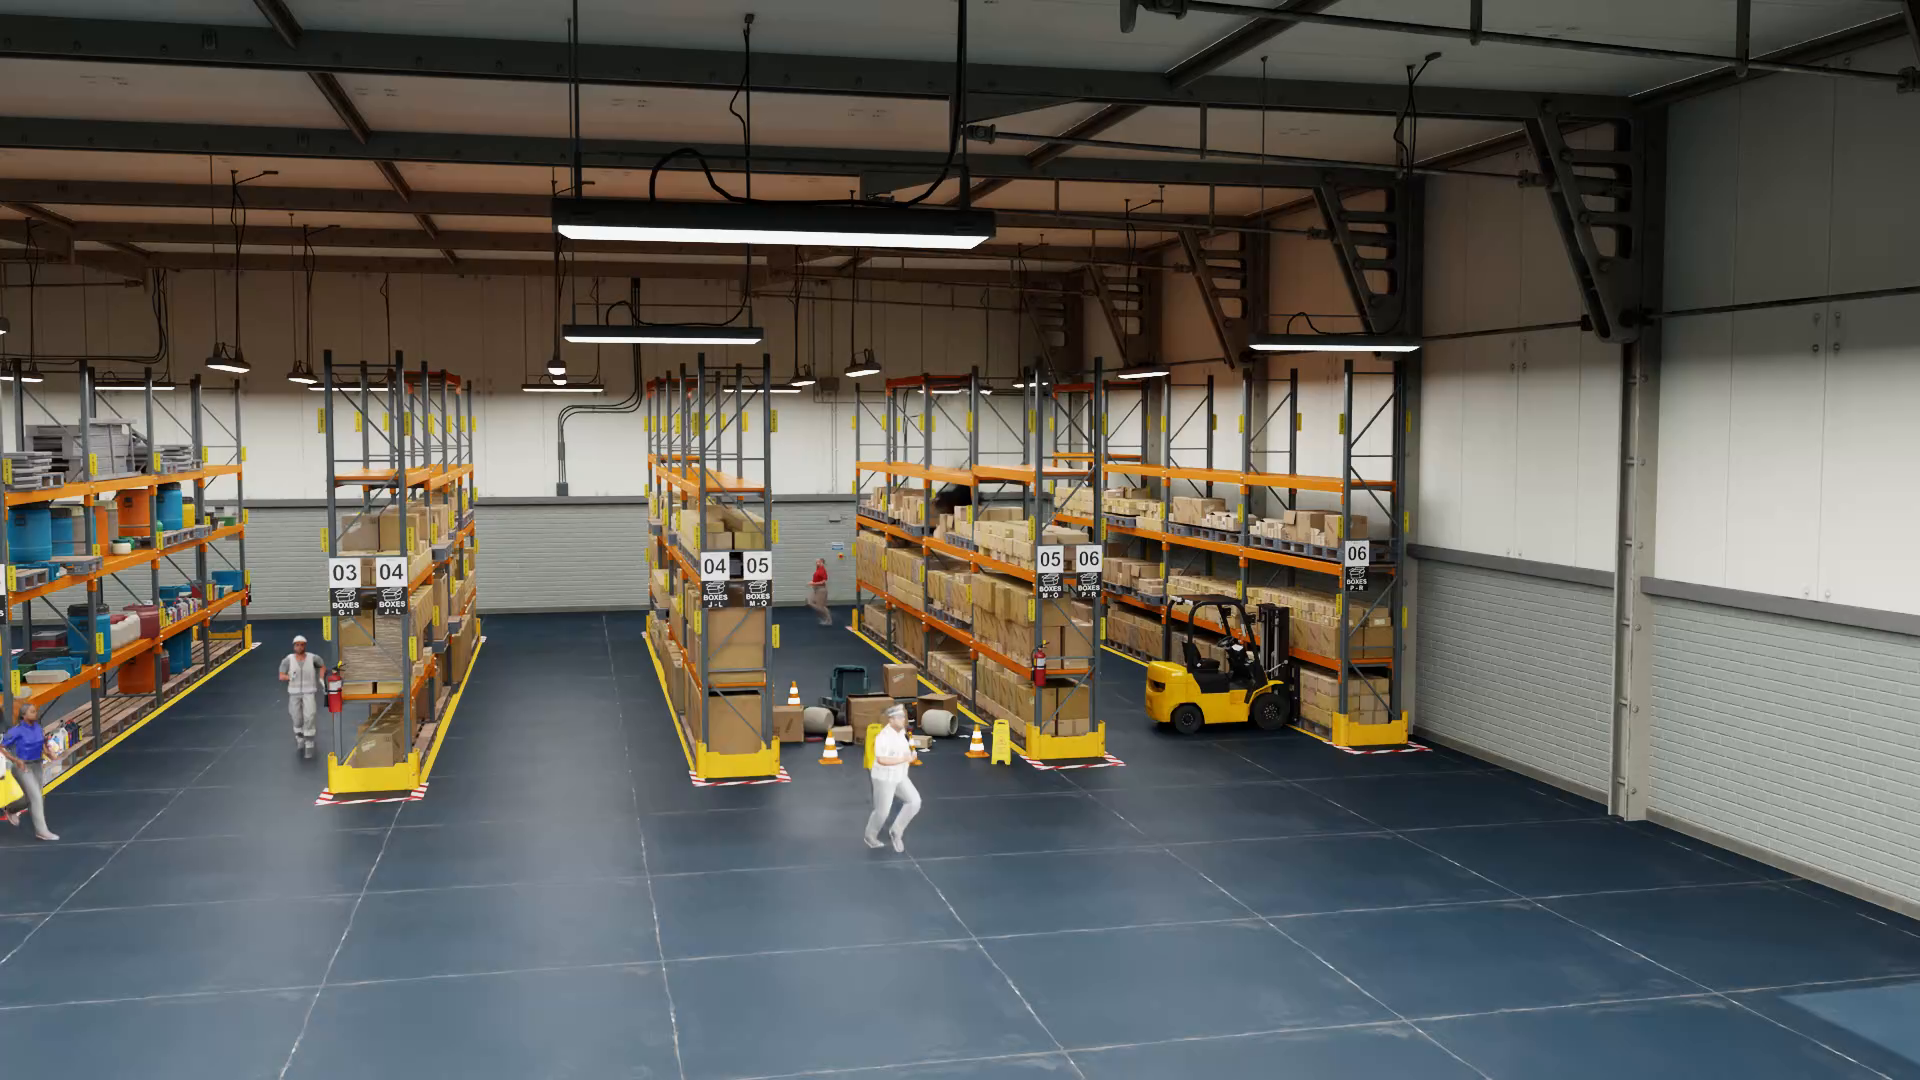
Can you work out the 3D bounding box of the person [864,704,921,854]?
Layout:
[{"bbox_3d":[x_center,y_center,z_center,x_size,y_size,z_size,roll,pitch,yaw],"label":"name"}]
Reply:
[{"bbox_3d":[-0.789,2.774,19.372,0.828,1.770,0.694,3,5,34],"label":"person"}]

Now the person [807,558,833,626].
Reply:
[{"bbox_3d":[-3.498,1.292,41.206,0.677,1.719,0.634,-1,4,-19],"label":"person"}]

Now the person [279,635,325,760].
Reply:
[{"bbox_3d":[-9.914,2.355,25.086,0.647,1.844,0.800,-1,4,-16],"label":"person"}]

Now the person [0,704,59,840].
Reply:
[{"bbox_3d":[-11.309,2.798,20.096,0.845,1.654,0.584,1,4,12],"label":"person"}]
